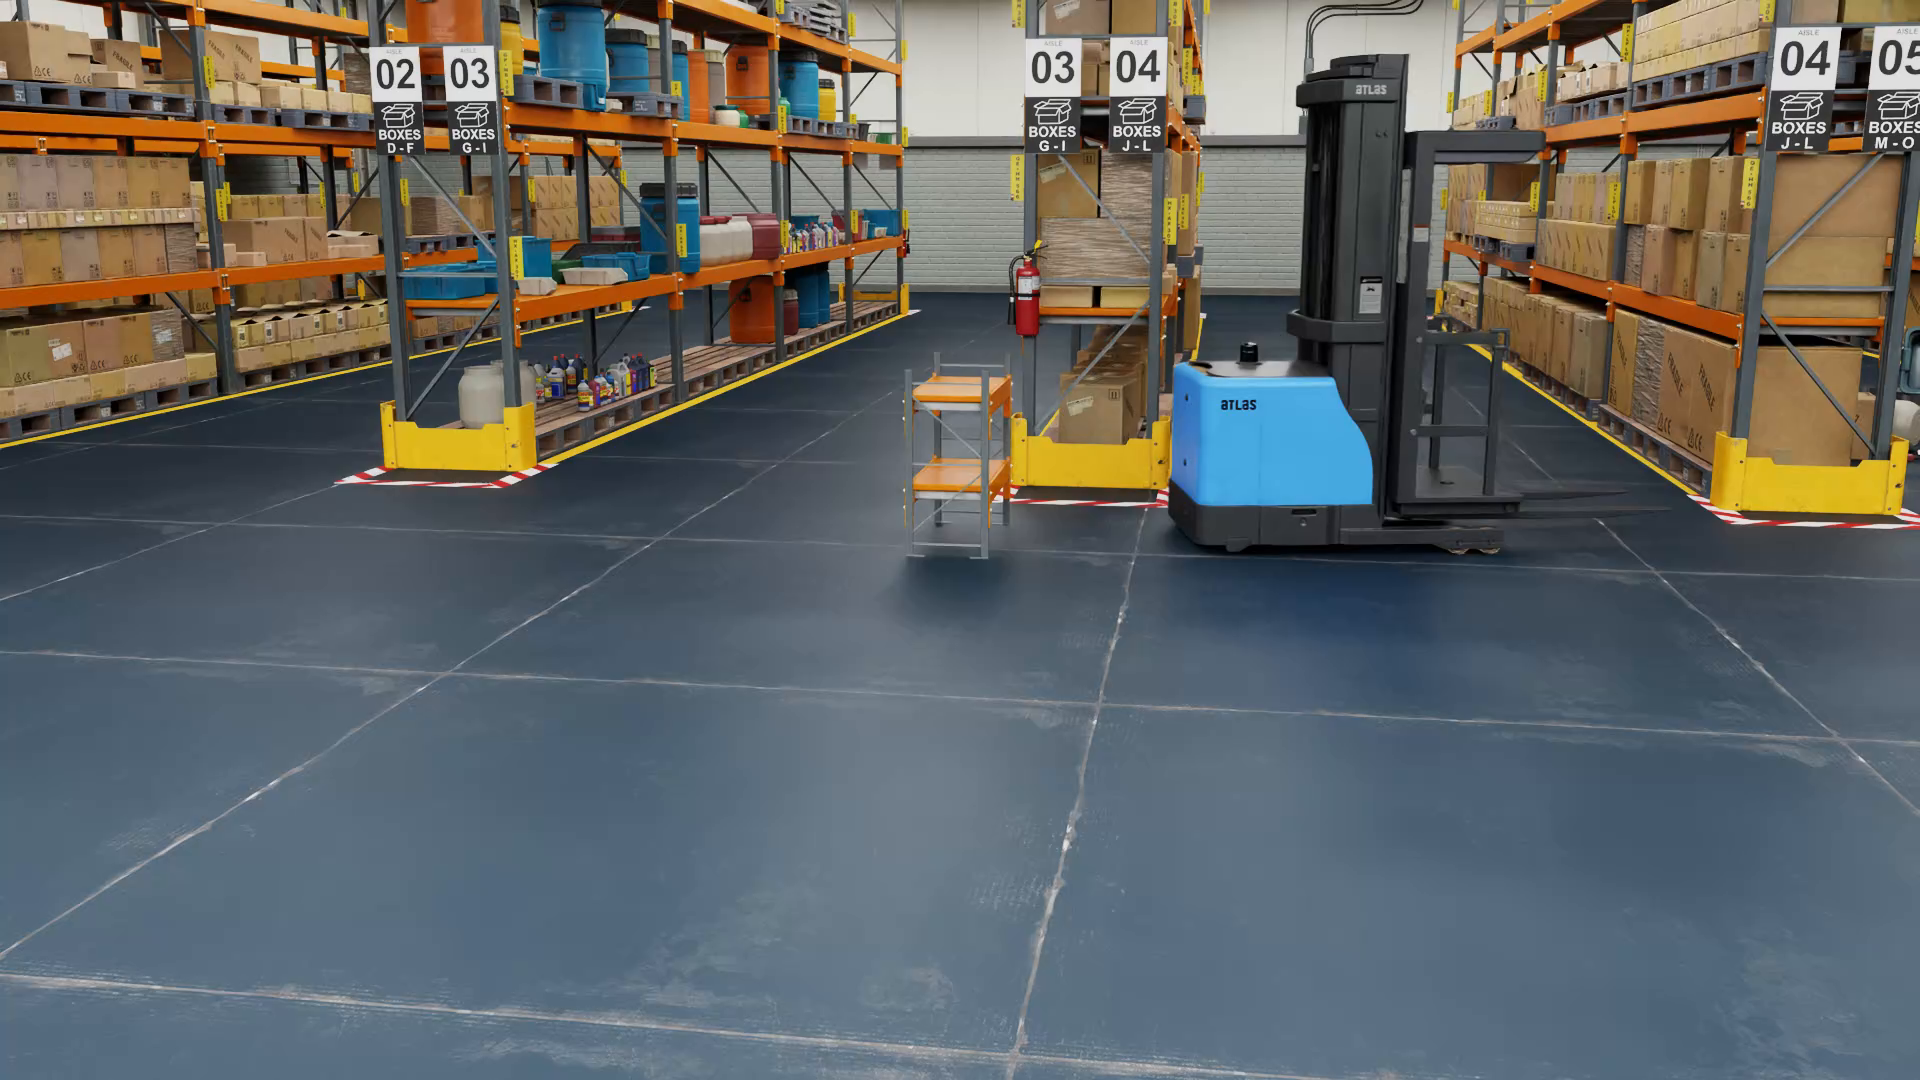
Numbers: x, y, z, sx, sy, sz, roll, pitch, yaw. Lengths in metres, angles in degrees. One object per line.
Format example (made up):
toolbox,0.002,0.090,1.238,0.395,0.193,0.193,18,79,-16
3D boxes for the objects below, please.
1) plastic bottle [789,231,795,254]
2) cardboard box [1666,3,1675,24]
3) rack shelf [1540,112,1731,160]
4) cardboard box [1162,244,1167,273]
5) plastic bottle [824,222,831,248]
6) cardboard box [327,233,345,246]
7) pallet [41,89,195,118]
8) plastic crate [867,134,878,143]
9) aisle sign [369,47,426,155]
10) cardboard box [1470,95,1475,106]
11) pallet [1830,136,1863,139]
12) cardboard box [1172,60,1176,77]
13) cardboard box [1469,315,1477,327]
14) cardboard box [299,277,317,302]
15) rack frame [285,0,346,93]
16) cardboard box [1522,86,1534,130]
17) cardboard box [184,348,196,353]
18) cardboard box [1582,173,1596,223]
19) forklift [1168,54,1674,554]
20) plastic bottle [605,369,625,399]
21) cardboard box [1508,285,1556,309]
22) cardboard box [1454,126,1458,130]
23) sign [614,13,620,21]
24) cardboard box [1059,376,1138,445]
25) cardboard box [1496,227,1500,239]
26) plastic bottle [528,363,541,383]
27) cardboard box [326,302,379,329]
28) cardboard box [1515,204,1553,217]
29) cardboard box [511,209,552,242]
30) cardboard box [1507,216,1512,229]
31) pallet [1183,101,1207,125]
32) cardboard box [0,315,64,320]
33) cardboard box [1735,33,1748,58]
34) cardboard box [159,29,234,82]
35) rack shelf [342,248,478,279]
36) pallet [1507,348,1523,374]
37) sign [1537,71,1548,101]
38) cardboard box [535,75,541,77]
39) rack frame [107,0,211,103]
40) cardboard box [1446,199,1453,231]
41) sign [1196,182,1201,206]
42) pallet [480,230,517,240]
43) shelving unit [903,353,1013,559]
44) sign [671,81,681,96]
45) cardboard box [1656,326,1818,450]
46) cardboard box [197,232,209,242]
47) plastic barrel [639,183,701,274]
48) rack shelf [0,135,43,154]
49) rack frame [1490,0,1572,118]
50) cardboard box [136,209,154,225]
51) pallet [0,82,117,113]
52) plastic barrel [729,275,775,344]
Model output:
plastic bottle,-2.178,-3.846,21.498,0.061,0.283,0.133,2,12,9
cardboard box,5.917,-4.237,13.381,0.380,0.149,0.250,2,12,9
rack shelf,6.771,-4.057,16.787,1.077,0.370,4.000,2,12,9
cardboard box,1.359,-2.600,14.495,0.875,0.500,0.500,2,12,9
plastic bottle,-1.903,-4.308,23.478,0.144,0.351,0.185,2,12,9
cardboard box,-7.923,-3.639,20.469,0.500,0.311,0.500,2,12,8
pallet,-8.315,-4.274,16.297,1.003,0.211,1.213,2,12,9
plastic crate,-1.543,-6.266,25.953,0.437,0.136,0.530,2,12,9
aisle sign,-4.235,-3.301,12.520,0.394,0.787,0.004,2,12,9
cardboard box,7.664,-6.421,24.272,0.380,0.149,0.250,2,12,8
pallet,13.112,-6.153,25.015,1.003,0.211,1.213,2,12,9
cardboard box,1.616,-3.944,13.965,0.380,0.149,0.250,2,12,11
cardboard box,7.418,-3.096,23.508,0.380,0.149,0.250,2,12,9
cardboard box,-11.422,-4.313,28.322,0.700,0.500,0.500,1,12,7
rack frame,-11.259,-8.620,29.131,1.000,3.000,0.127,2,12,9
cardboard box,6.980,-5.106,19.707,0.500,0.500,0.500,2,12,9
cardboard box,-8.432,-1.986,18.121,0.500,0.250,0.500,2,12,8
cardboard box,6.769,-3.485,16.932,0.700,0.500,0.500,2,12,8
forklift,2.903,-1.456,10.294,3.031,2.935,1.130,-1,12,-3
plastic bottle,-3.238,-1.468,15.604,0.152,0.276,0.135,2,12,10
cardboard box,6.992,-2.965,20.288,0.500,0.250,0.500,2,12,9
cardboard box,7.988,-6.332,25.991,0.500,0.250,0.500,2,12,11
sign,-5.819,-8.972,28.172,0.100,0.325,0.005,2,12,9
cardboard box,1.076,-0.988,12.894,0.500,0.500,0.500,4,13,19
cardboard box,6.903,-3.826,20.725,0.380,0.149,0.250,2,12,10
plastic bottle,-3.973,-1.467,15.426,0.144,0.351,0.185,2,12,11
cardboard box,-7.505,-2.772,20.435,0.500,0.311,0.500,2,12,8
cardboard box,6.701,-3.849,19.421,0.380,0.149,0.250,1,12,6
cardboard box,-6.632,-4.841,25.599,0.500,0.500,0.500,2,12,10
cardboard box,6.782,-3.815,19.968,0.380,0.149,0.250,2,12,10
pallet,1.935,-4.423,17.225,1.213,0.211,1.003,2,12,9
cardboard box,-8.819,-1.859,15.748,0.500,0.500,0.500,2,12,9
cardboard box,5.604,-3.424,11.502,0.380,0.149,0.250,2,12,9
cardboard box,-8.076,-5.122,17.598,0.500,0.500,0.500,2,12,9
rack shelf,-7.287,-3.927,23.303,1.077,0.370,4.000,2,12,9
pallet,7.201,-2.158,20.007,1.003,0.211,1.213,2,12,9
sign,6.543,-5.096,18.672,0.100,0.325,0.005,2,12,9
cardboard box,-6.725,-6.901,25.664,0.700,0.500,0.500,2,12,9
rack frame,-8.209,-5.962,16.799,1.000,3.000,0.127,2,12,9
cardboard box,7.967,-5.134,26.252,0.500,0.500,0.500,2,12,11
sign,3.346,-4.885,23.480,0.100,0.325,0.005,2,12,9
pallet,-7.210,-4.438,24.423,1.003,0.211,1.213,2,12,9
shelving unit,0.001,-0.551,10.381,0.538,1.125,1.048,2,12,9
sign,-2.774,-4.319,16.273,0.100,0.325,0.005,2,12,9
cardboard box,6.021,-1.187,12.926,0.875,0.875,0.875,2,12,8
cardboard box,-11.662,-4.609,25.308,0.380,0.149,0.250,2,12,10
plastic barrel,-2.957,-3.184,16.958,0.600,0.901,0.708,2,12,9
rack shelf,-12.797,-4.720,19.864,1.077,0.370,4.000,2,12,9
rack frame,7.694,-7.124,22.190,1.000,3.000,0.127,2,12,9
cardboard box,-8.157,-3.171,16.312,0.380,0.149,0.250,2,12,9
pallet,-8.505,-4.021,15.122,1.003,0.211,1.213,2,12,9
plastic barrel,-2.642,-2.948,21.206,0.600,0.830,0.708,2,12,9
